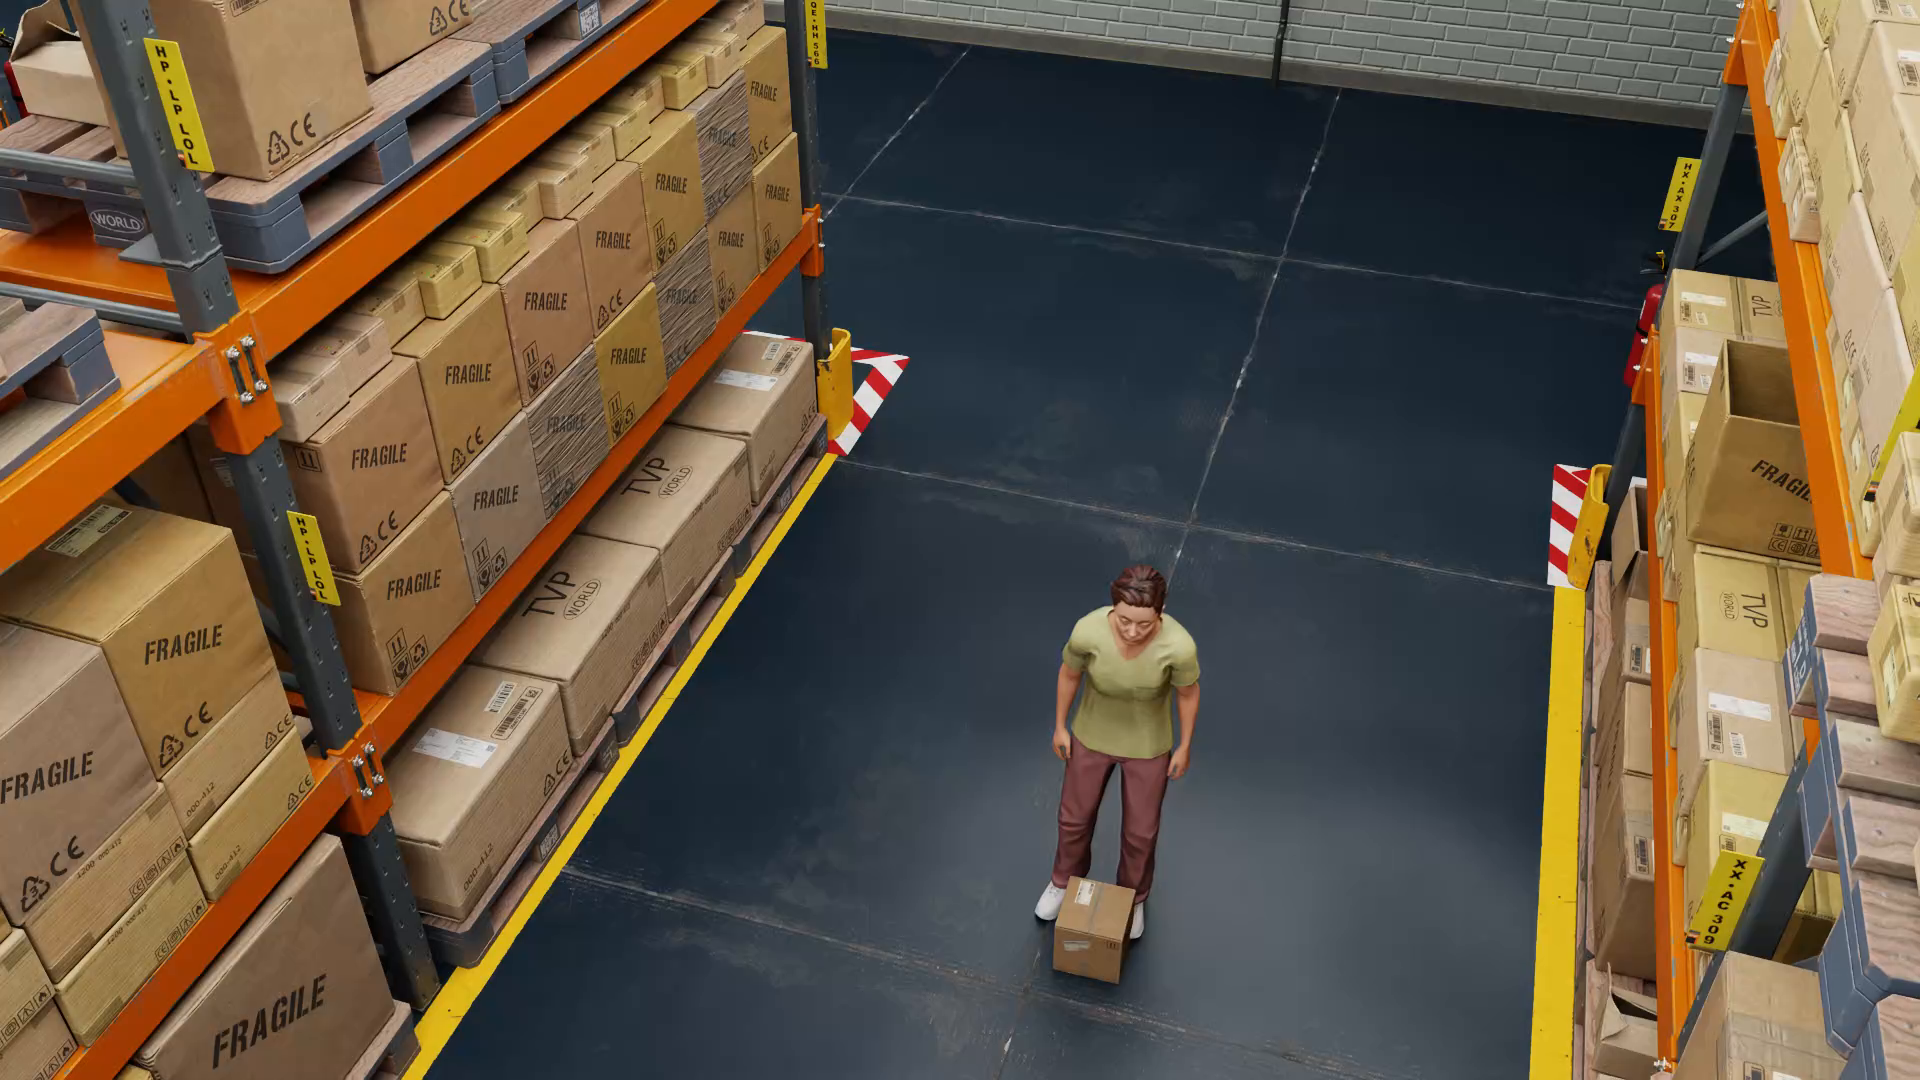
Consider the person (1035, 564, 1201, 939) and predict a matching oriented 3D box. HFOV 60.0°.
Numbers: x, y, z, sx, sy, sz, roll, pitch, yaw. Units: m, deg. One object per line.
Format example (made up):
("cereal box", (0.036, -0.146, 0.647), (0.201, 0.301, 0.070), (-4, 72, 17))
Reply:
("person", (0.569, 0.734, 5.924), (0.518, 1.671, 0.365), (8, 38, 11))
